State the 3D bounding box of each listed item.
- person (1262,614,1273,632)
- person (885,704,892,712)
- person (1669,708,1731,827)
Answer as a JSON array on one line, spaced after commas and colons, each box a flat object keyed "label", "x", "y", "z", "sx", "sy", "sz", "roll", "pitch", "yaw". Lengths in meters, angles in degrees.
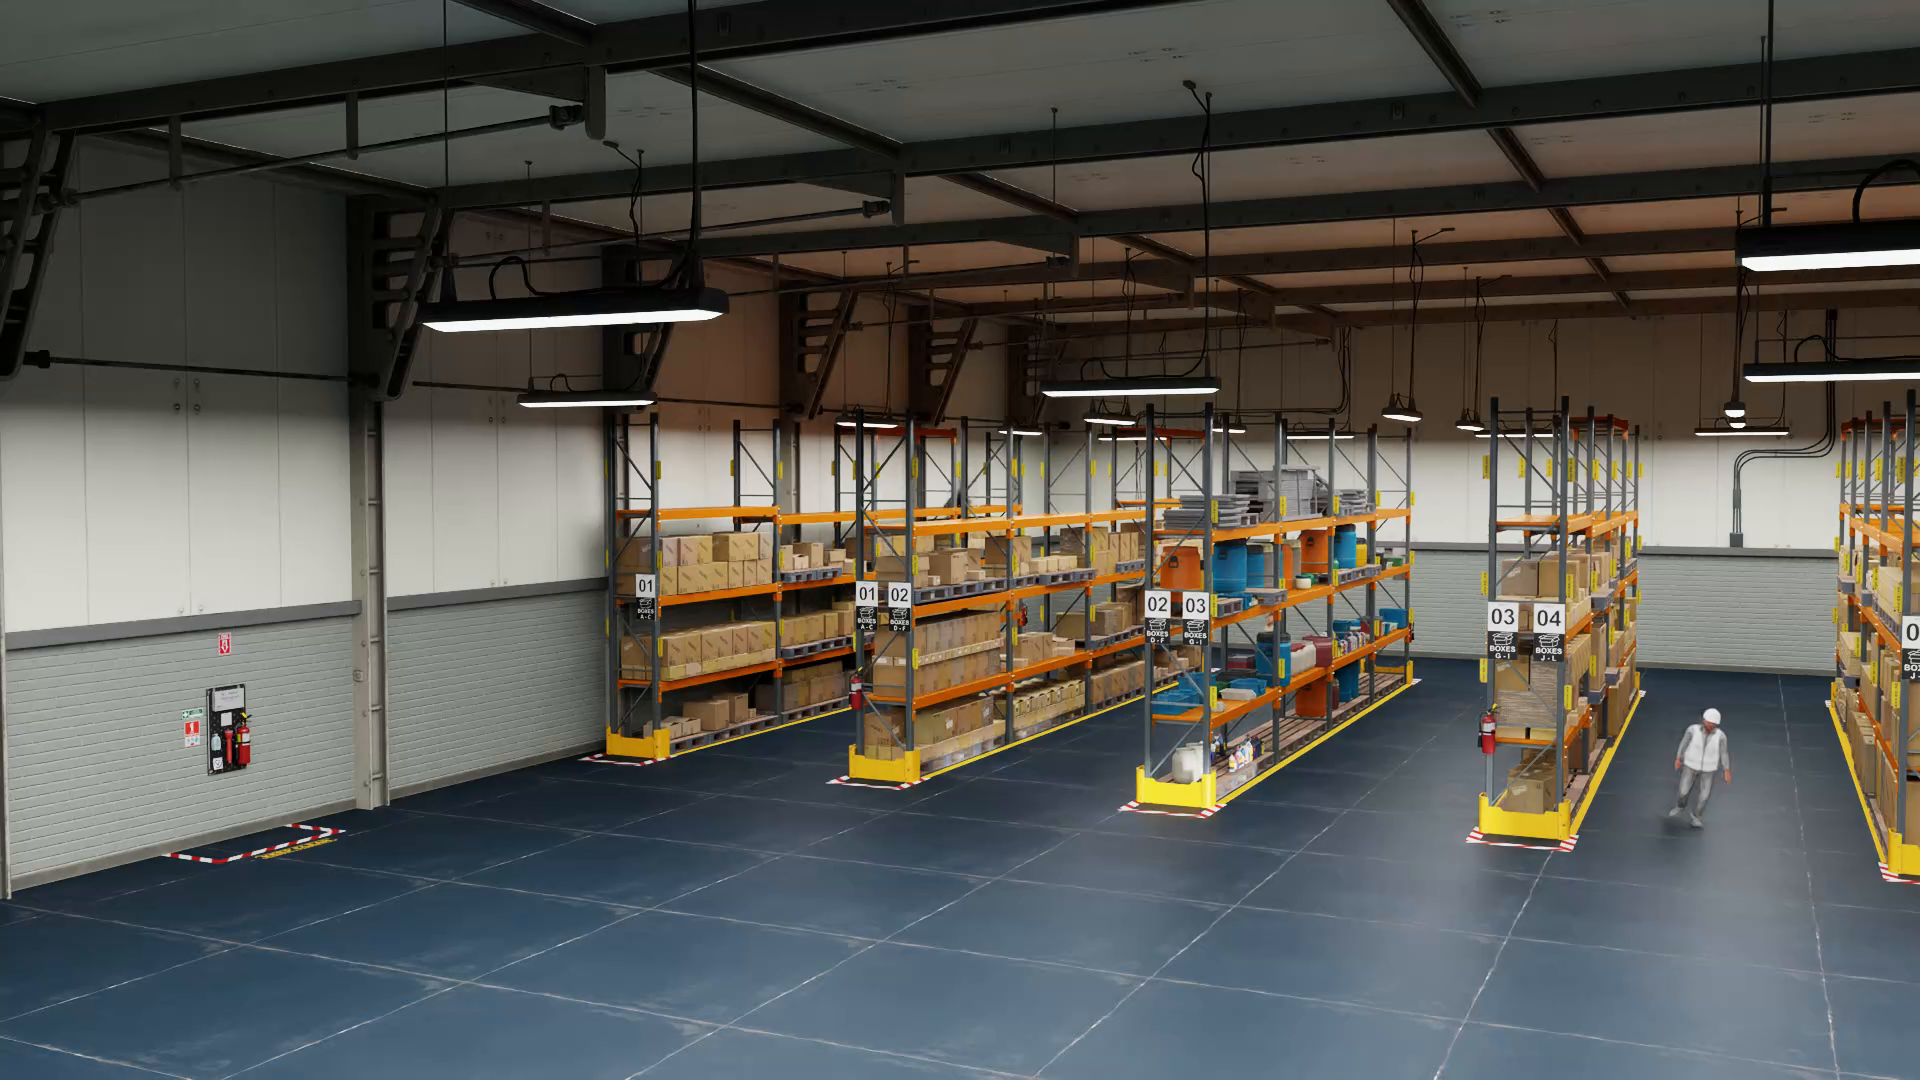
[{"label": "person", "x": 7.262, "y": 2.545, "z": 38.926, "sx": 0.626, "sy": 1.637, "sz": 0.624, "roll": 2, "pitch": 3, "yaw": 37}, {"label": "person", "x": -1.112, "y": 2.923, "z": 31.923, "sx": 0.540, "sy": 1.414, "sz": 0.993, "roll": 2, "pitch": 3, "yaw": 39}, {"label": "person", "x": 10.333, "y": 3.165, "z": 23.211, "sx": 0.764, "sy": 1.696, "sz": 0.640, "roll": 1, "pitch": 3, "yaw": 19}]
